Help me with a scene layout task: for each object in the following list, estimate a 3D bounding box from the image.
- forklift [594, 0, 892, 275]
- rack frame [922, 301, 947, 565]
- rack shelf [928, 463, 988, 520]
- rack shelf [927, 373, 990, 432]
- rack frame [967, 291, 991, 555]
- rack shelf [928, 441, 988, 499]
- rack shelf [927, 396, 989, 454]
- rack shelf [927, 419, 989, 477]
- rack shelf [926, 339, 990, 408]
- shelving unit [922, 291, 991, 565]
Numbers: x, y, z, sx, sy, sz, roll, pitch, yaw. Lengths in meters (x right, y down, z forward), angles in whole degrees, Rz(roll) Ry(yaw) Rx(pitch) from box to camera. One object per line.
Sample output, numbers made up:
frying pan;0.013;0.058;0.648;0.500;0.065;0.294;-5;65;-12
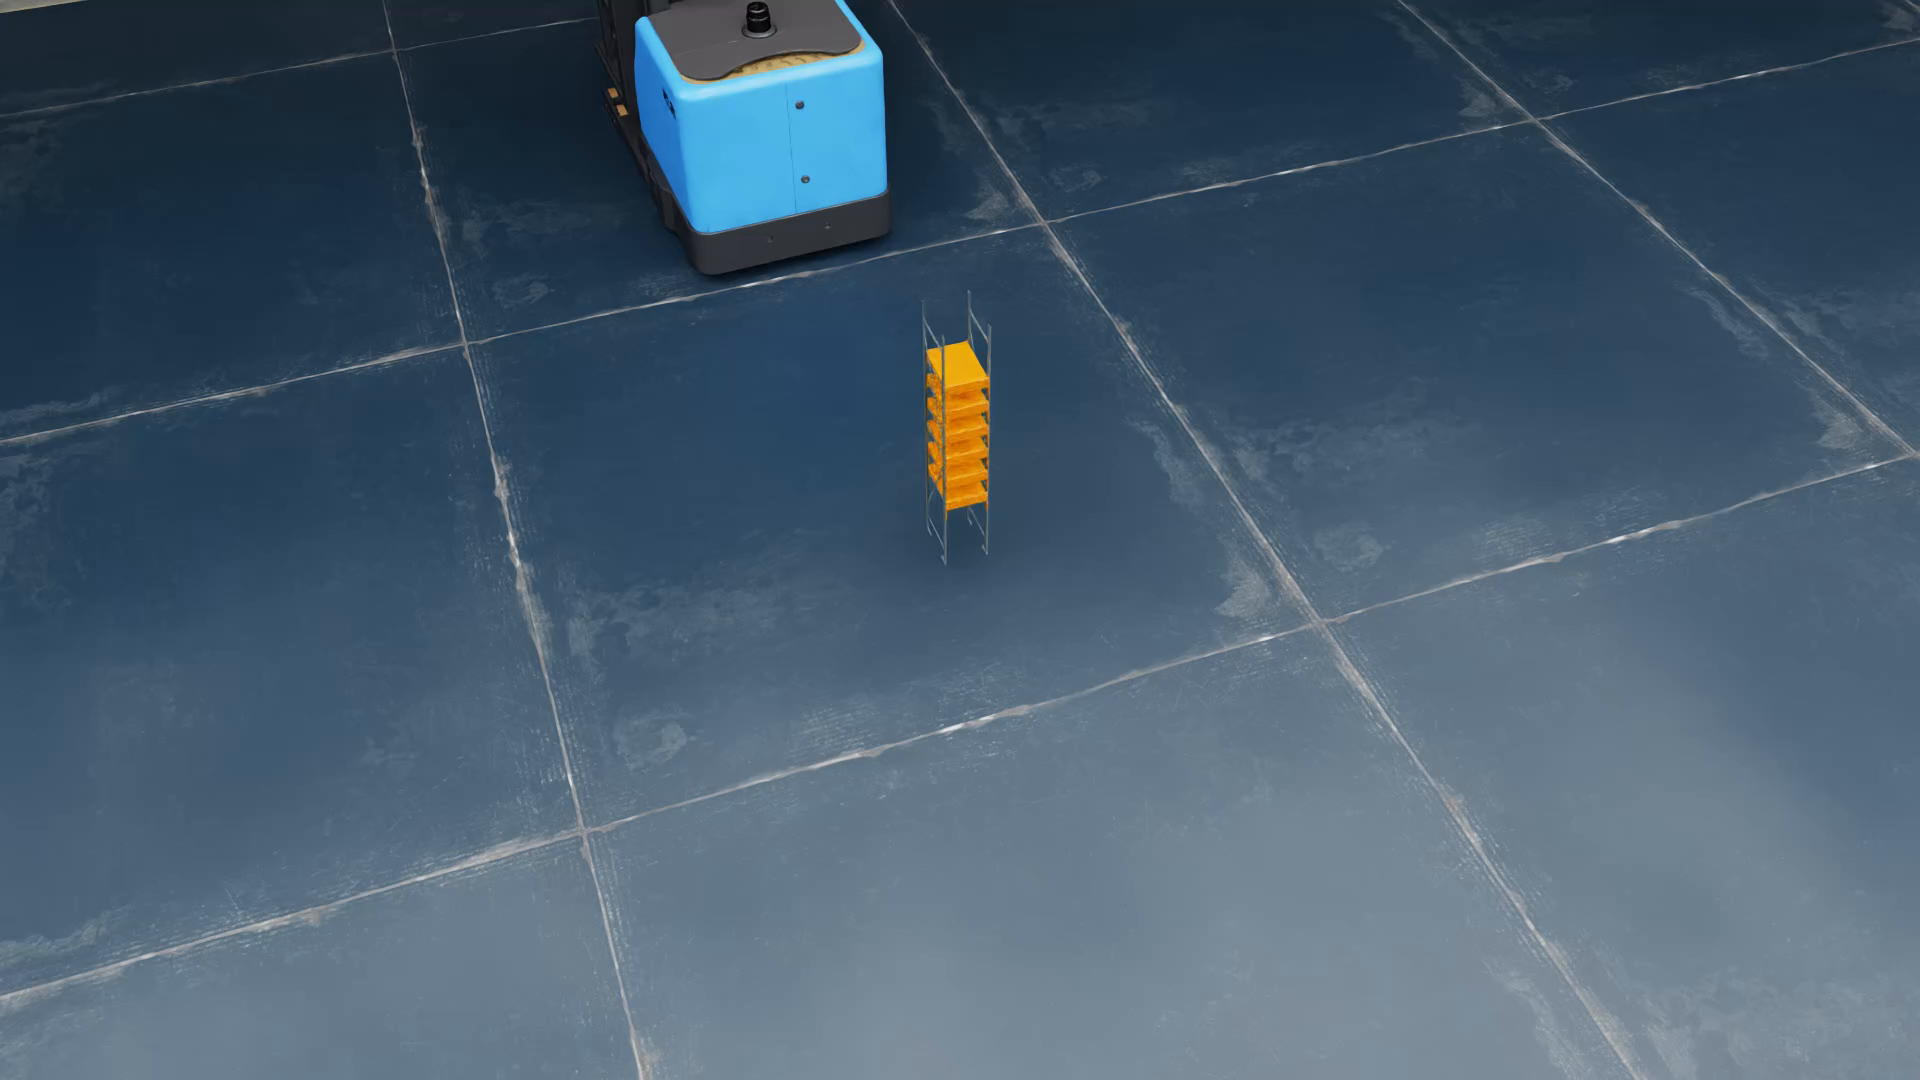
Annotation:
forklift;-1.379;-3.413;8.392;1.130;2.935;3.031;-16;47;-16
rack frame;-0.100;-0.398;6.609;0.006;1.200;0.240;-14;47;-14
rack shelf;-0.014;-0.219;6.832;0.180;0.103;0.258;-14;47;-14
rack shelf;-0.014;-0.558;6.492;0.180;0.103;0.258;-14;47;-14
rack frame;0.072;-0.442;6.653;0.006;1.200;0.240;-14;47;-14
rack shelf;-0.014;-0.304;6.747;0.180;0.103;0.258;-14;47;-14
rack shelf;-0.014;-0.473;6.577;0.180;0.103;0.258;-14;47;-14
rack shelf;-0.014;-0.389;6.662;0.180;0.103;0.258;-14;47;-14
rack shelf;-0.014;-0.643;6.407;0.180;0.103;0.258;-14;47;-14
shelving unit;-0.014;-0.420;6.631;0.189;1.200;0.258;-14;47;-14
